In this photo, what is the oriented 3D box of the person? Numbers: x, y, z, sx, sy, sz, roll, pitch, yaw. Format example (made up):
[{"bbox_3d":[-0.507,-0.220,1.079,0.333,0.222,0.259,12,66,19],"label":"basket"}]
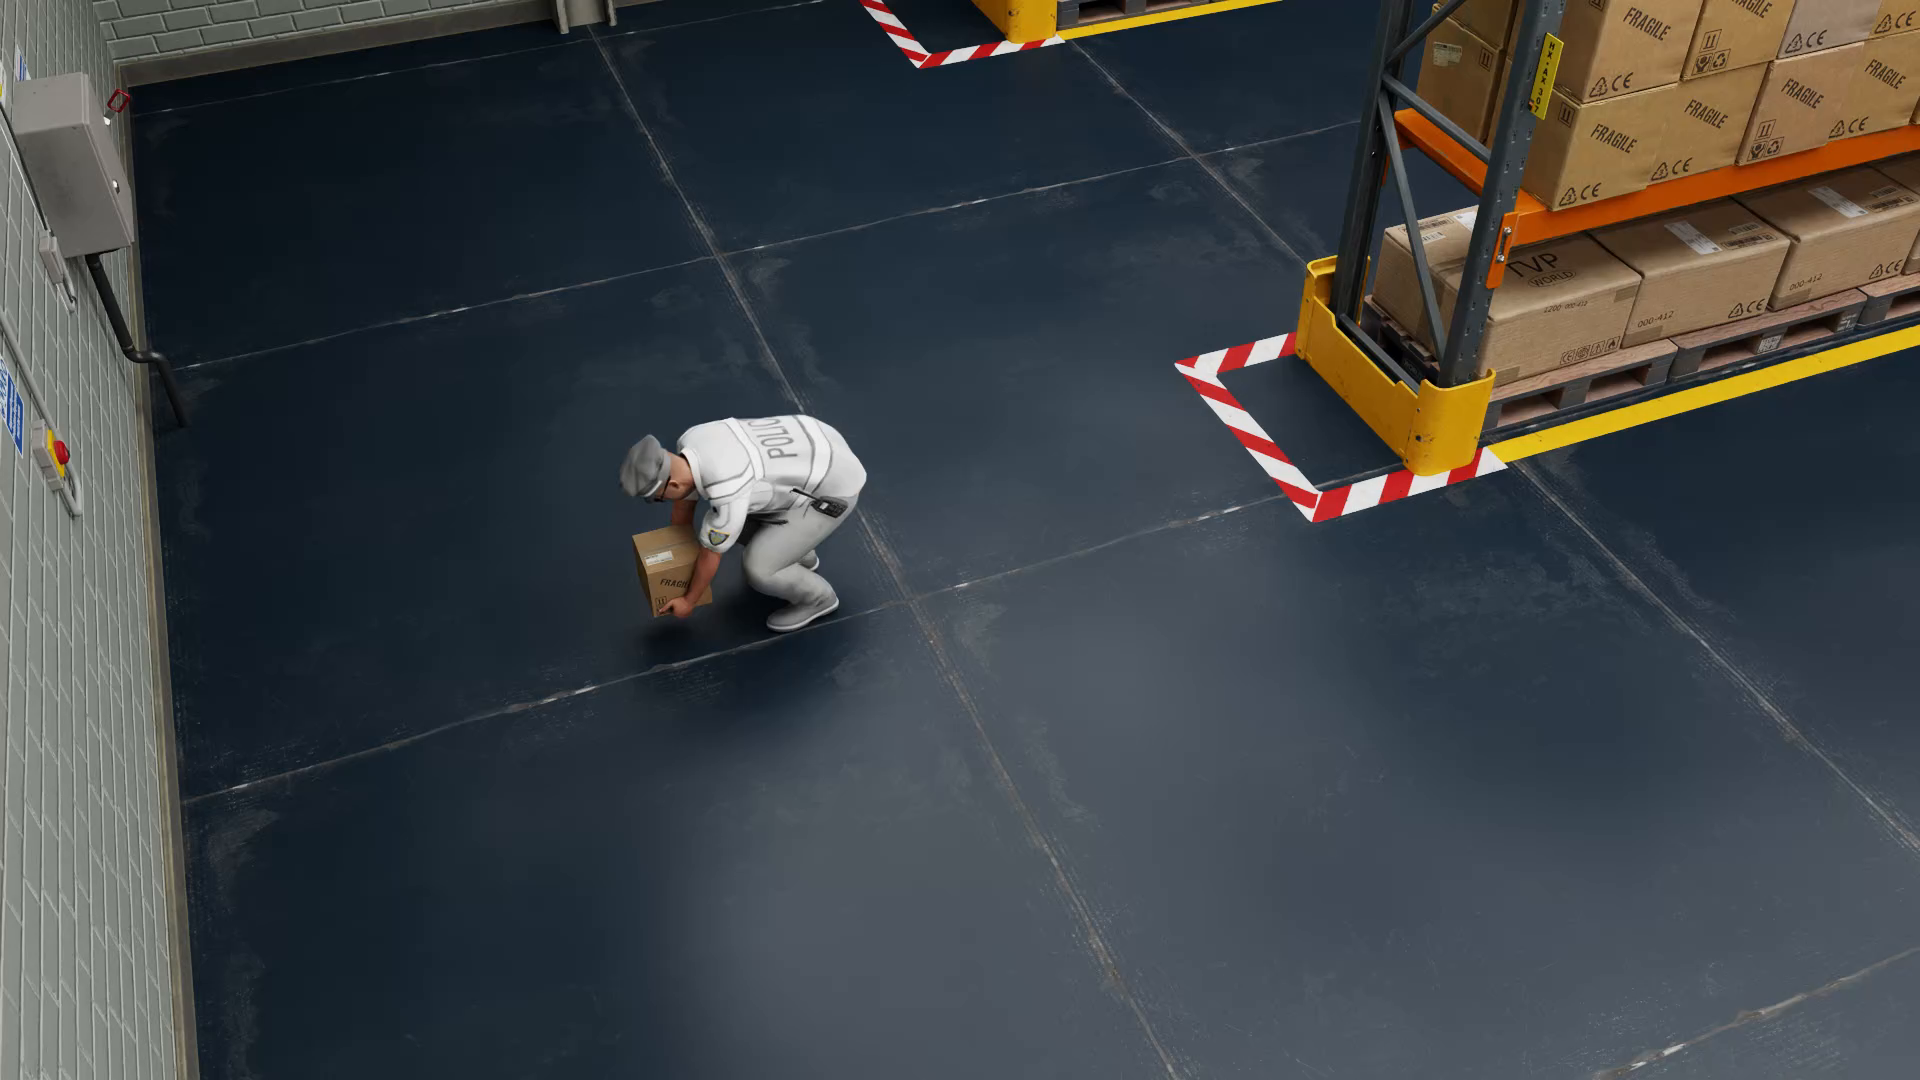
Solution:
[{"bbox_3d":[-0.869,-0.089,6.813,0.996,1.019,0.495,-17,44,-18],"label":"person"}]
